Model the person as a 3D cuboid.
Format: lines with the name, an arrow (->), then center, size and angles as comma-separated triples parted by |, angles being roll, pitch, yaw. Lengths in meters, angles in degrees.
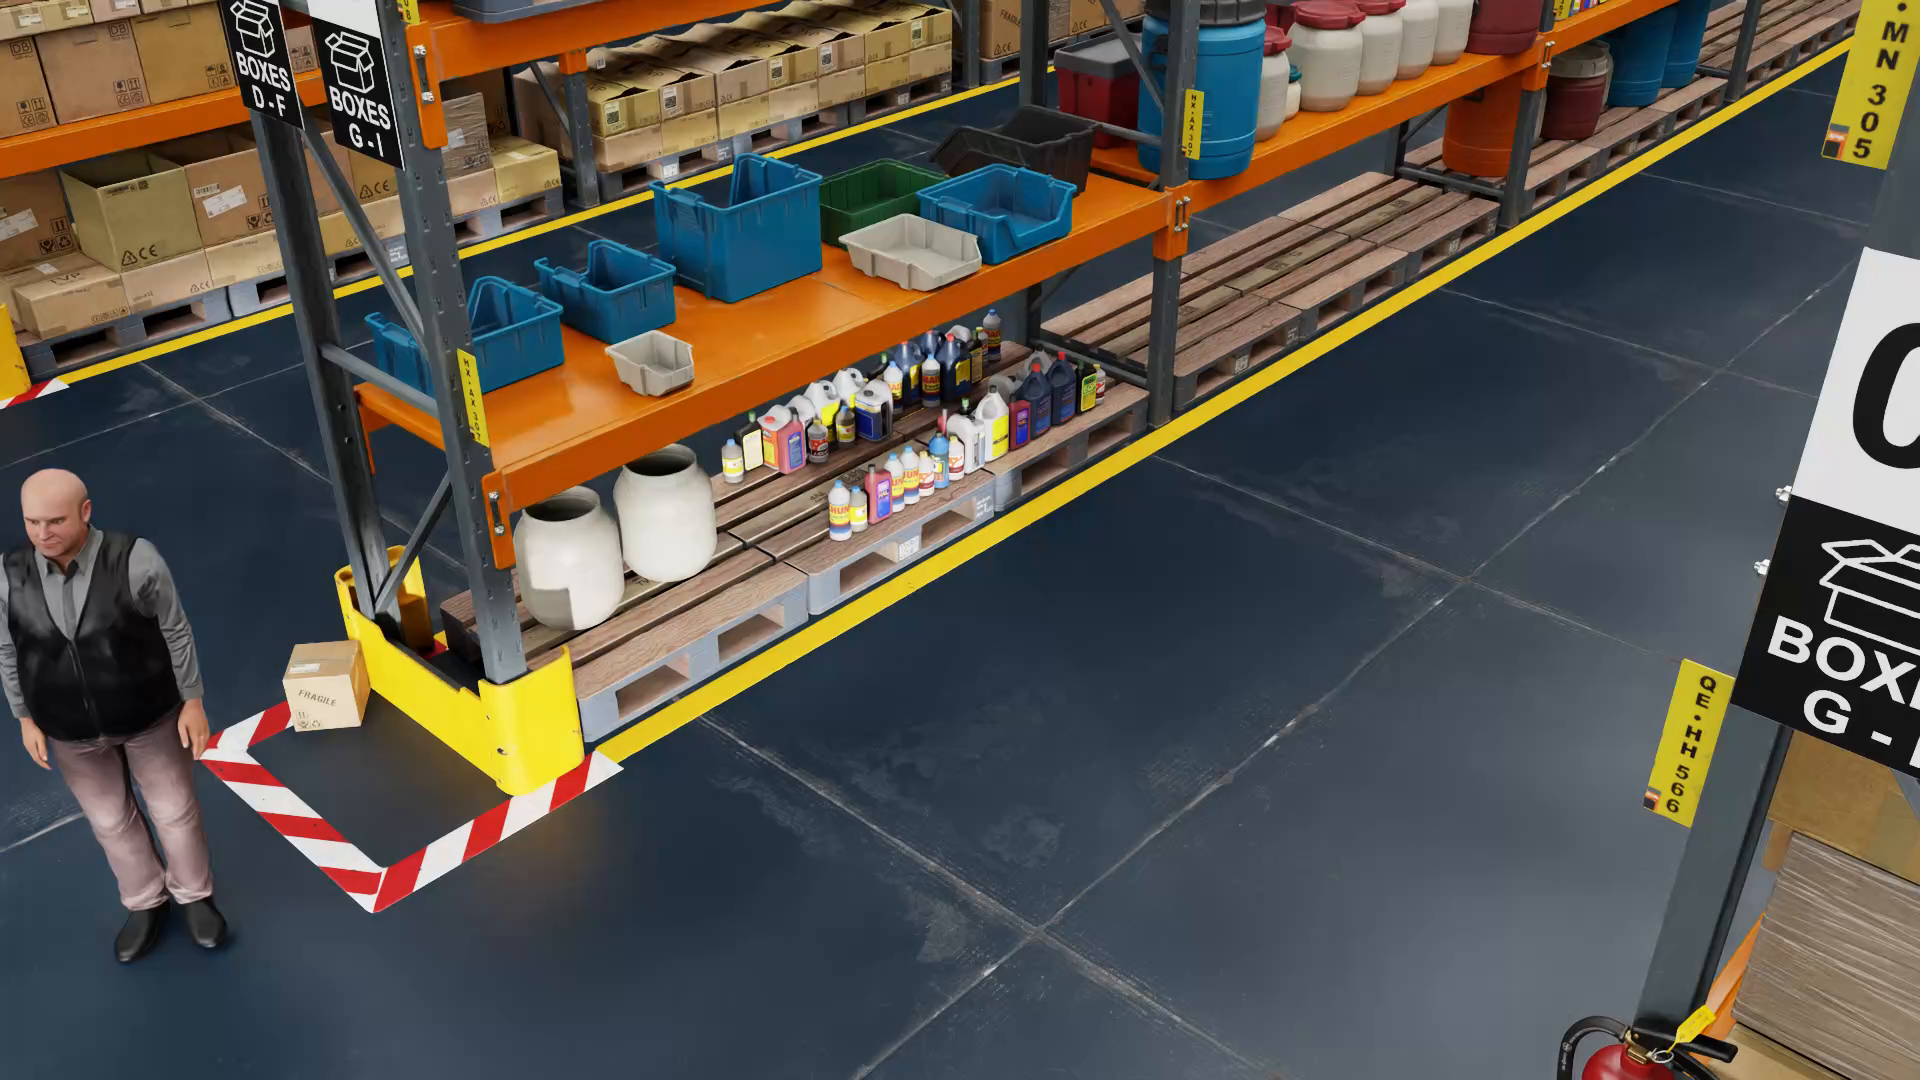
person -> -2.644, 0.555, 5.200 | 0.561, 1.723, 0.369 | -8, 32, -13
